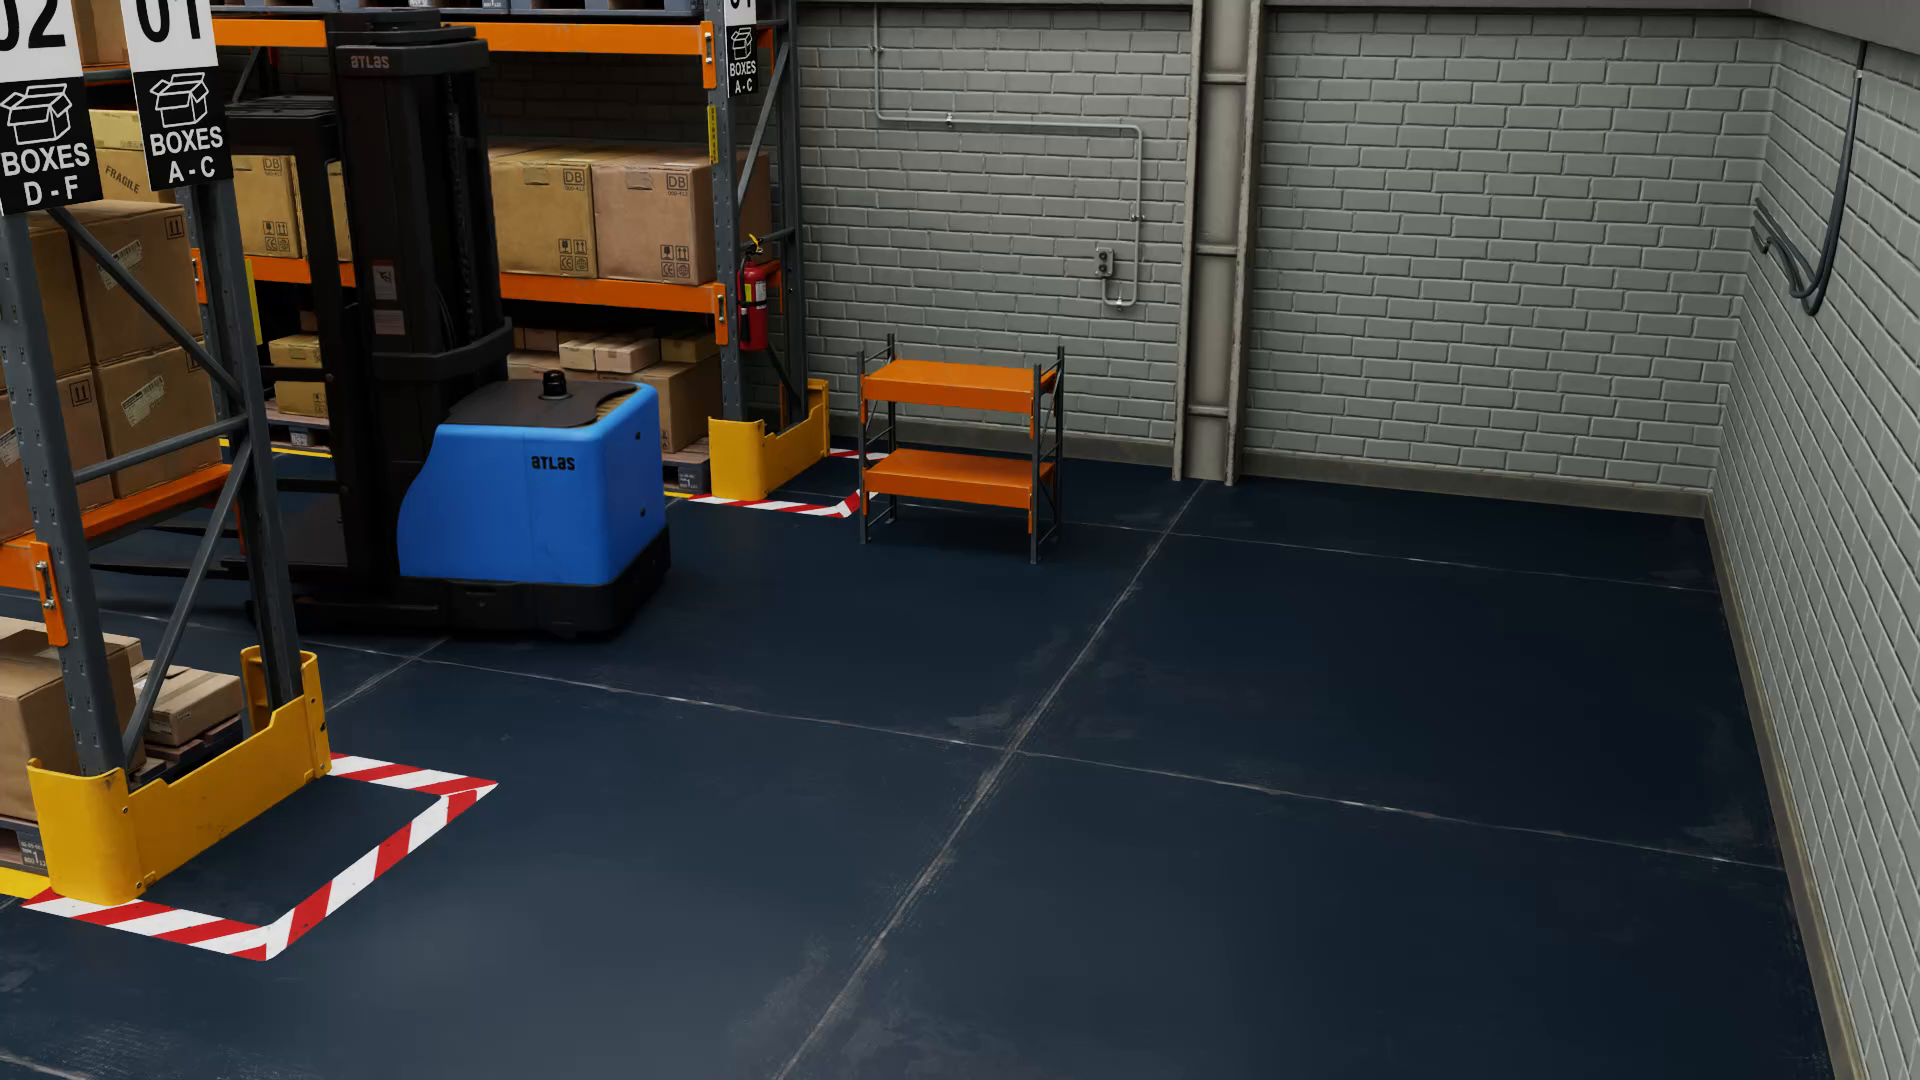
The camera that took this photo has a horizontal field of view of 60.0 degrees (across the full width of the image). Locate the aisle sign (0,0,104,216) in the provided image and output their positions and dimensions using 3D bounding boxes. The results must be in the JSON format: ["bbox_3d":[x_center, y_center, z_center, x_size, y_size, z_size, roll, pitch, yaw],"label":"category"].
[{"bbox_3d":[-2.894,-1.435,5.187,0.004,0.787,0.394,7,20,18],"label":"aisle sign"}]

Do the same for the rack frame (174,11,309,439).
[{"bbox_3d":[-5.014,-2.283,11.568,0.127,3.000,1.000,7,20,18],"label":"rack frame"}]

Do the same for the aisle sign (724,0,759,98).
[{"bbox_3d":[-1.266,-2.977,9.611,0.004,0.787,0.394,7,20,18],"label":"aisle sign"}]

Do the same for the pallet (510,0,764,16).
[{"bbox_3d":[-1.940,-3.302,10.070,1.213,0.211,1.003,7,20,18],"label":"pallet"}]

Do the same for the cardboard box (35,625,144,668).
[{"bbox_3d":[-3.751,0.580,6.866,0.500,0.250,0.500,7,20,18],"label":"cardboard box"}]

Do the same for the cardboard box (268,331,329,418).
[{"bbox_3d":[-4.342,-1.188,11.587,0.500,0.500,0.700,7,20,19],"label":"cardboard box"}]

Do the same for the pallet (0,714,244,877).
[{"bbox_3d":[-3.683,0.913,6.638,1.213,0.211,1.003,7,20,18],"label":"pallet"}]

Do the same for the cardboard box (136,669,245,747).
[{"bbox_3d":[-3.141,0.676,6.742,0.250,0.149,0.380,7,20,18],"label":"cardboard box"}]

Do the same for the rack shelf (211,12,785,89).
[{"bbox_3d":[-3.125,-3.144,10.573,4.000,0.370,1.077,7,20,18],"label":"rack shelf"}]

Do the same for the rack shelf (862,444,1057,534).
[{"bbox_3d":[0.006,-0.300,9.469,1.000,0.278,0.538,7,20,18],"label":"rack shelf"}]

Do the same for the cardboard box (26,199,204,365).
[{"bbox_3d":[-3.191,-0.959,6.101,0.500,0.500,0.500,7,20,20],"label":"cardboard box"}]

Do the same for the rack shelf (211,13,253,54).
[{"bbox_3d":[-6.904,-3.576,11.813,4.000,0.370,1.077,7,20,18],"label":"rack shelf"}]

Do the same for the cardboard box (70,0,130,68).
[{"bbox_3d":[-3.260,-1.790,5.826,0.500,0.250,0.500,7,20,18],"label":"cardboard box"}]

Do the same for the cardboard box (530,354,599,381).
[{"bbox_3d":[-2.403,-0.967,10.954,0.500,0.500,0.700,6,20,18],"label":"cardboard box"}]

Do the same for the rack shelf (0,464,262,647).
[{"bbox_3d":[-4.747,-0.187,6.647,4.000,0.370,1.077,7,20,18],"label":"rack shelf"}]

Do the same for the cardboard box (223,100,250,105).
[{"bbox_3d":[-5.363,-2.965,11.751,0.500,0.250,0.500,7,20,20],"label":"cardboard box"}]

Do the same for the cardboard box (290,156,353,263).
[{"bbox_3d":[-3.820,-2.280,11.105,0.700,0.700,0.980,6,20,17],"label":"cardboard box"}]

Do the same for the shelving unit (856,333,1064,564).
[{"bbox_3d":[0.006,-0.530,9.389,1.048,1.125,0.538,7,20,18],"label":"shelving unit"}]

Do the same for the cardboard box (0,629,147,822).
[{"bbox_3d":[-3.452,0.680,6.197,0.500,0.500,0.500,7,20,18],"label":"cardboard box"}]

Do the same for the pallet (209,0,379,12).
[{"bbox_3d":[-4.245,-3.566,10.826,1.213,0.211,1.003,7,20,18],"label":"pallet"}]

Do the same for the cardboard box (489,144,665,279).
[{"bbox_3d":[-2.412,-2.120,10.644,0.700,0.700,0.980,6,20,18],"label":"cardboard box"}]

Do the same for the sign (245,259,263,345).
[{"bbox_3d":[-2.680,-0.888,6.250,0.005,0.325,0.100,7,20,18],"label":"sign"}]

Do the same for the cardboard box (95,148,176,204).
[{"bbox_3d":[-5.533,-2.451,11.418,0.500,0.500,0.500,6,20,17],"label":"cardboard box"}]

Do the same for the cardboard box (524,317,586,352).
[{"bbox_3d":[-2.702,-1.377,11.144,0.250,0.149,0.380,7,20,19],"label":"cardboard box"}]

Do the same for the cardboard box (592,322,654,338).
[{"bbox_3d":[-2.225,-1.323,10.988,0.250,0.149,0.380,7,20,18],"label":"cardboard box"}]

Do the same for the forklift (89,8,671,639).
[{"bbox_3d":[-3.115,-1.102,8.285,3.031,2.935,1.130,3,19,7],"label":"forklift"}]

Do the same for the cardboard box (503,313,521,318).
[{"bbox_3d":[-3.183,-1.432,11.302,0.250,0.149,0.380,6,20,17],"label":"cardboard box"}]

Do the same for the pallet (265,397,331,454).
[{"bbox_3d":[-4.322,-0.860,11.722,1.213,0.211,1.003,7,20,18],"label":"pallet"}]

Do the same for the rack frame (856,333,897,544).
[{"bbox_3d":[-0.474,-0.585,9.547,0.032,1.125,0.500,7,20,18],"label":"rack frame"}]

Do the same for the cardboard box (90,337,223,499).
[{"bbox_3d":[-3.191,-0.487,6.265,0.500,0.500,0.500,7,20,19],"label":"cardboard box"}]

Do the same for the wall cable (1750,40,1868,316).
[{"bbox_3d":[3.990,-2.495,7.781,0.112,2.526,3.097,7,20,18],"label":"wall cable"}]

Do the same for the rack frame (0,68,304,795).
[{"bbox_3d":[-2.858,-0.310,5.909,0.127,3.000,1.000,7,20,18],"label":"rack frame"}]

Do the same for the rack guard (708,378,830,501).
[{"bbox_3d":[-1.213,-0.668,10.733,0.348,0.500,1.175,7,20,18],"label":"rack guard"}]

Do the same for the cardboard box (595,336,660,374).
[{"bbox_3d":[-2.111,-1.177,10.569,0.250,0.149,0.380,6,20,17],"label":"cardboard box"}]
